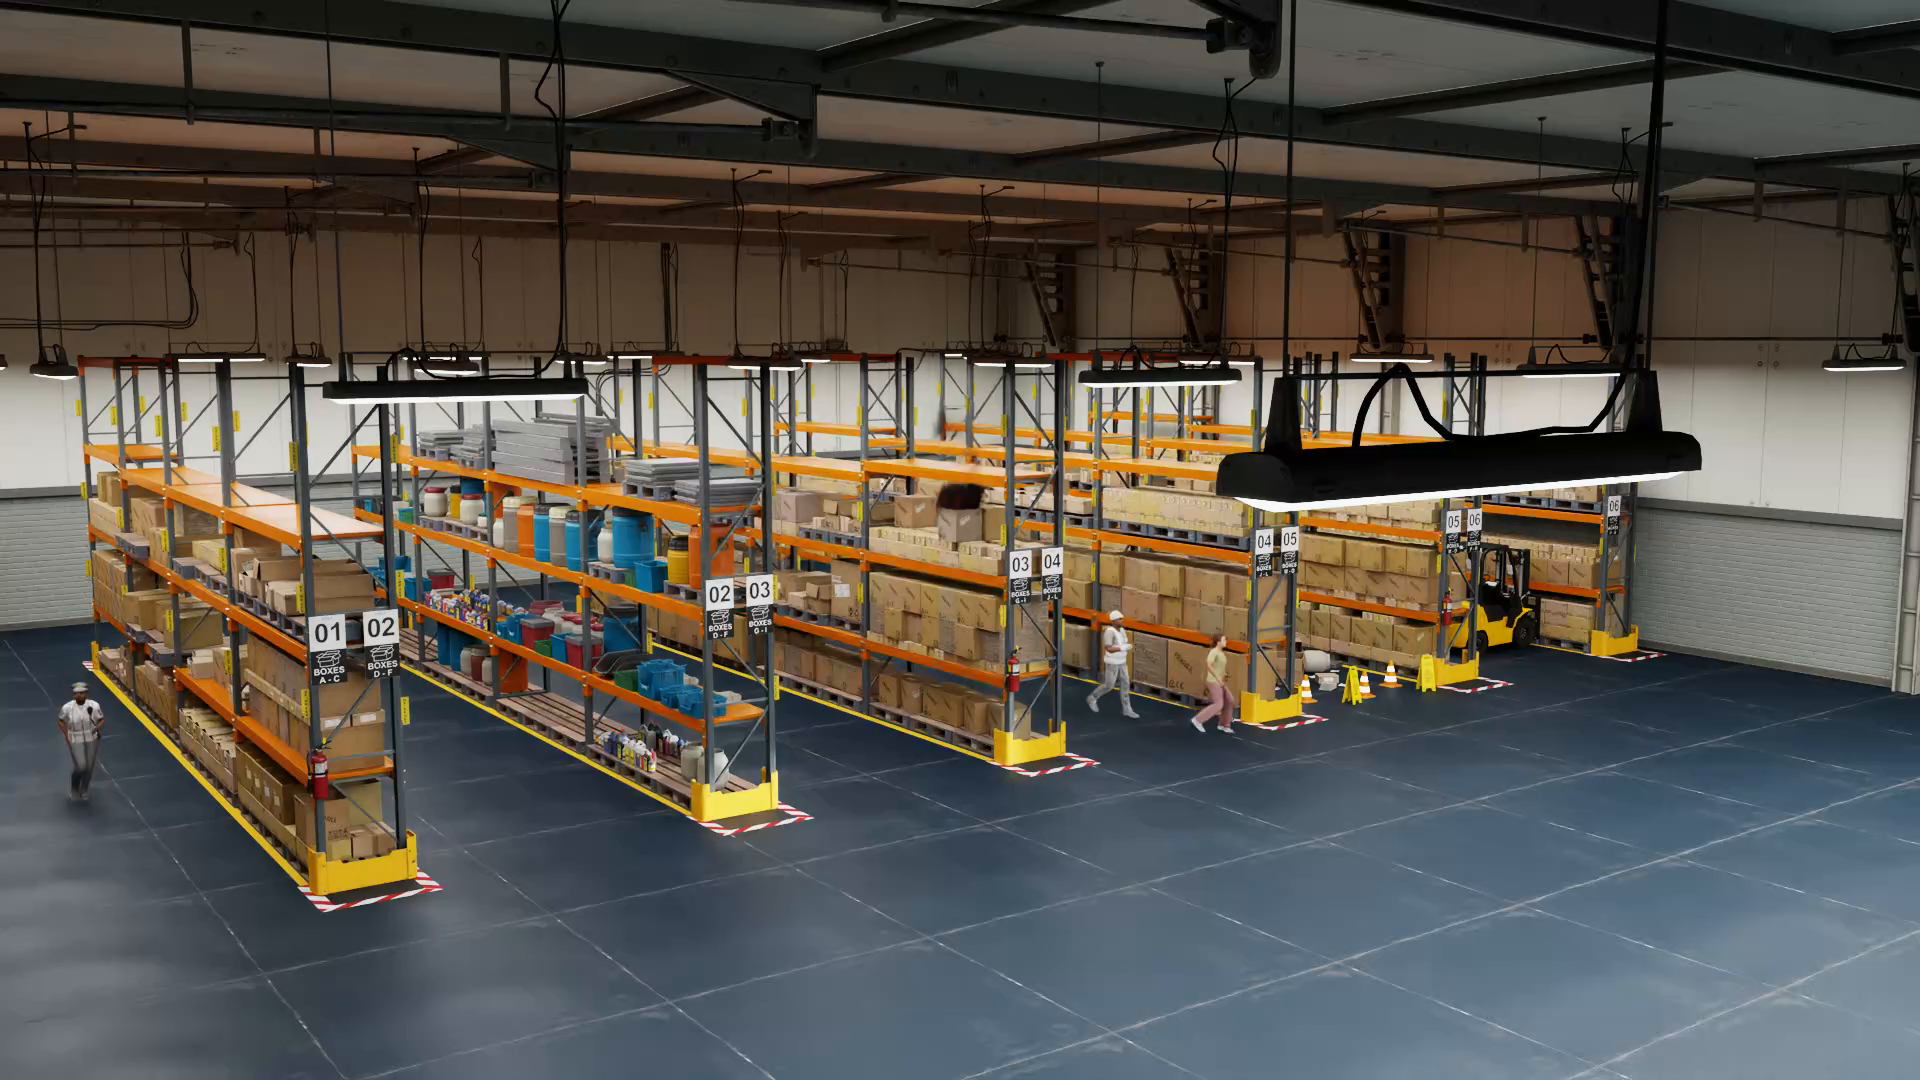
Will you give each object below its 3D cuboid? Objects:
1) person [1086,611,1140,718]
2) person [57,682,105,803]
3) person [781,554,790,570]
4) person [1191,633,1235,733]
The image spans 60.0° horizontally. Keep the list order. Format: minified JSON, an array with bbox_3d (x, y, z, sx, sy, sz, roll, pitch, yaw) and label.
[{"bbox_3d":[2.565,2.056,27.769,0.956,1.777,0.697,4,8,32],"label":"person"},{"bbox_3d":[-11.943,2.757,22.670,0.555,1.679,0.632,-5,9,-36],"label":"person"},{"bbox_3d":[-4.350,0.421,41.776,0.645,1.732,0.706,-5,8,-33],"label":"person"},{"bbox_3d":[4.081,2.318,26.675,0.677,1.667,0.792,2,7,15],"label":"person"}]
